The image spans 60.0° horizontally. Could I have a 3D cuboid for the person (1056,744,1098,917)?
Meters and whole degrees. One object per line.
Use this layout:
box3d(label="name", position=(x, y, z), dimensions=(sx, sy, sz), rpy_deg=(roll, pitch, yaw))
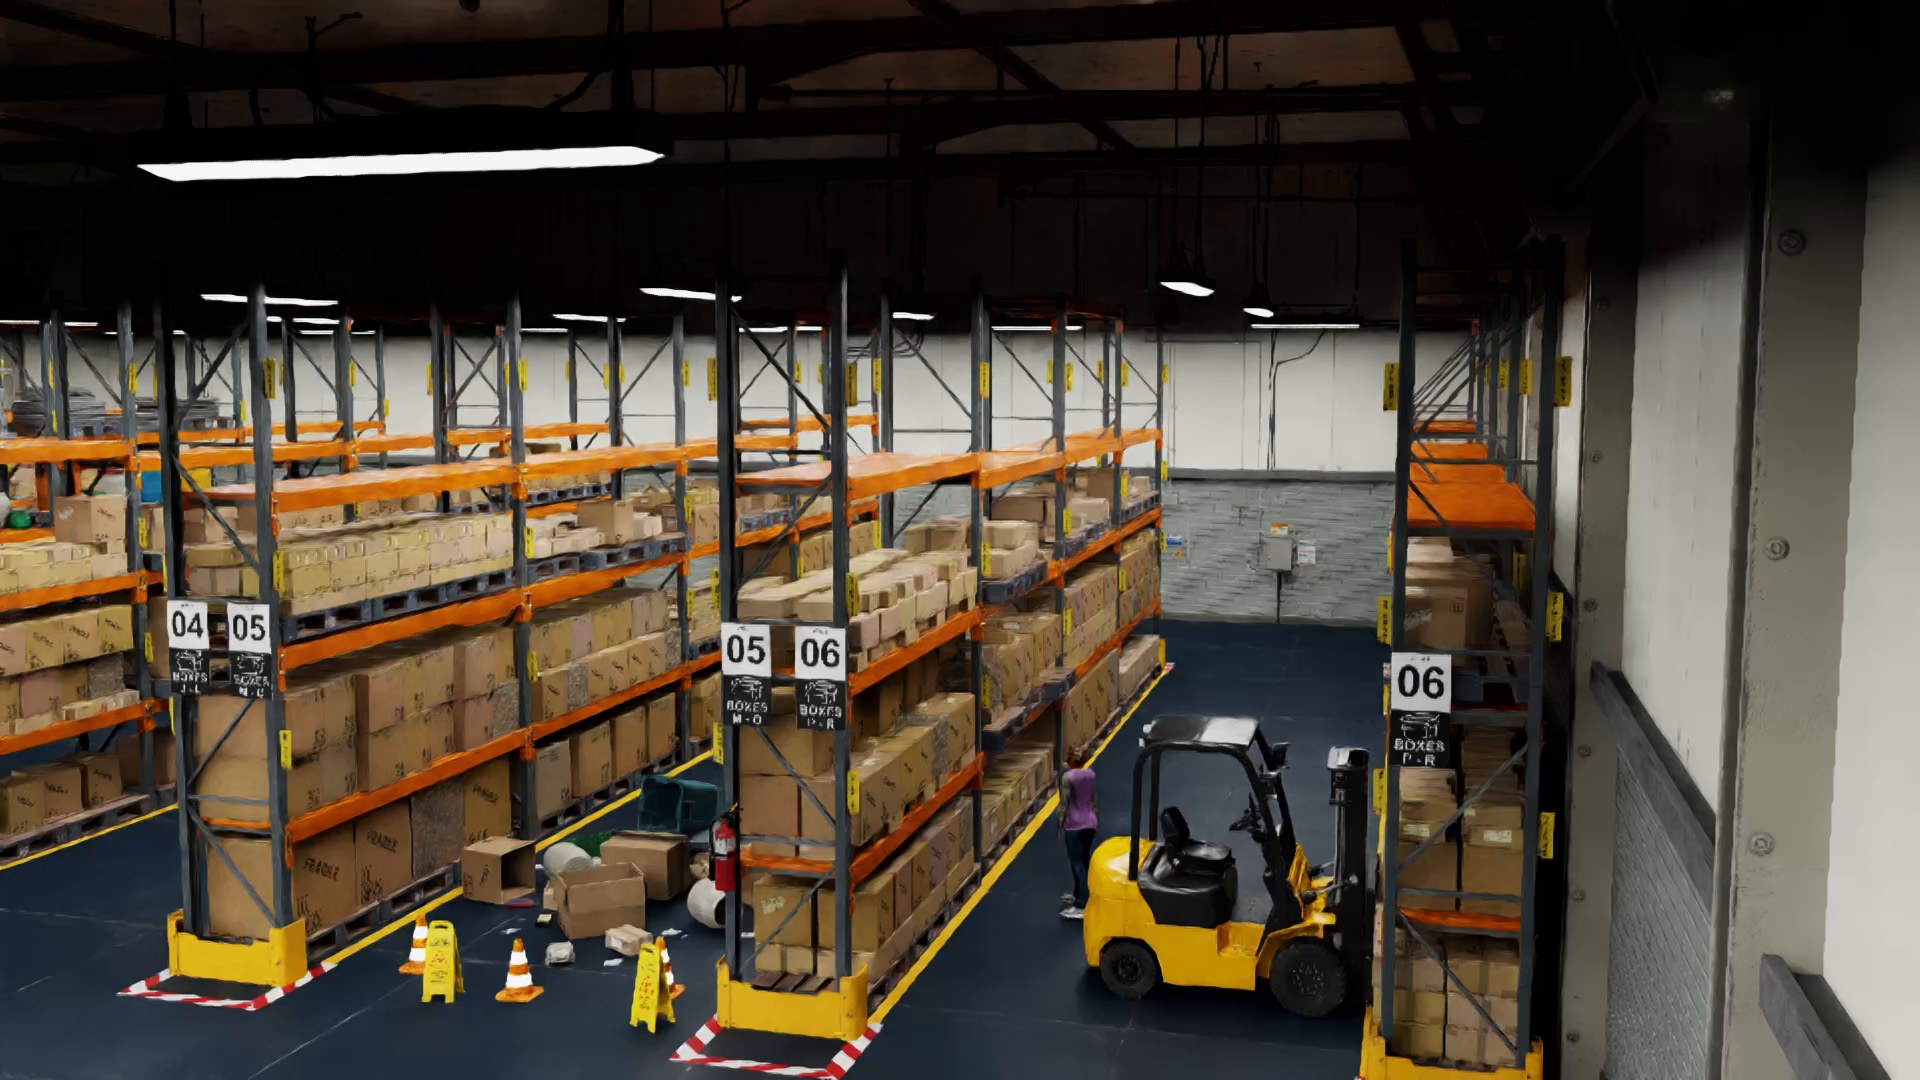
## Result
box3d(label="person", position=(1.099, 2.712, 15.667), dimensions=(0.523, 1.581, 0.527), rpy_deg=(-5, 8, -41))
